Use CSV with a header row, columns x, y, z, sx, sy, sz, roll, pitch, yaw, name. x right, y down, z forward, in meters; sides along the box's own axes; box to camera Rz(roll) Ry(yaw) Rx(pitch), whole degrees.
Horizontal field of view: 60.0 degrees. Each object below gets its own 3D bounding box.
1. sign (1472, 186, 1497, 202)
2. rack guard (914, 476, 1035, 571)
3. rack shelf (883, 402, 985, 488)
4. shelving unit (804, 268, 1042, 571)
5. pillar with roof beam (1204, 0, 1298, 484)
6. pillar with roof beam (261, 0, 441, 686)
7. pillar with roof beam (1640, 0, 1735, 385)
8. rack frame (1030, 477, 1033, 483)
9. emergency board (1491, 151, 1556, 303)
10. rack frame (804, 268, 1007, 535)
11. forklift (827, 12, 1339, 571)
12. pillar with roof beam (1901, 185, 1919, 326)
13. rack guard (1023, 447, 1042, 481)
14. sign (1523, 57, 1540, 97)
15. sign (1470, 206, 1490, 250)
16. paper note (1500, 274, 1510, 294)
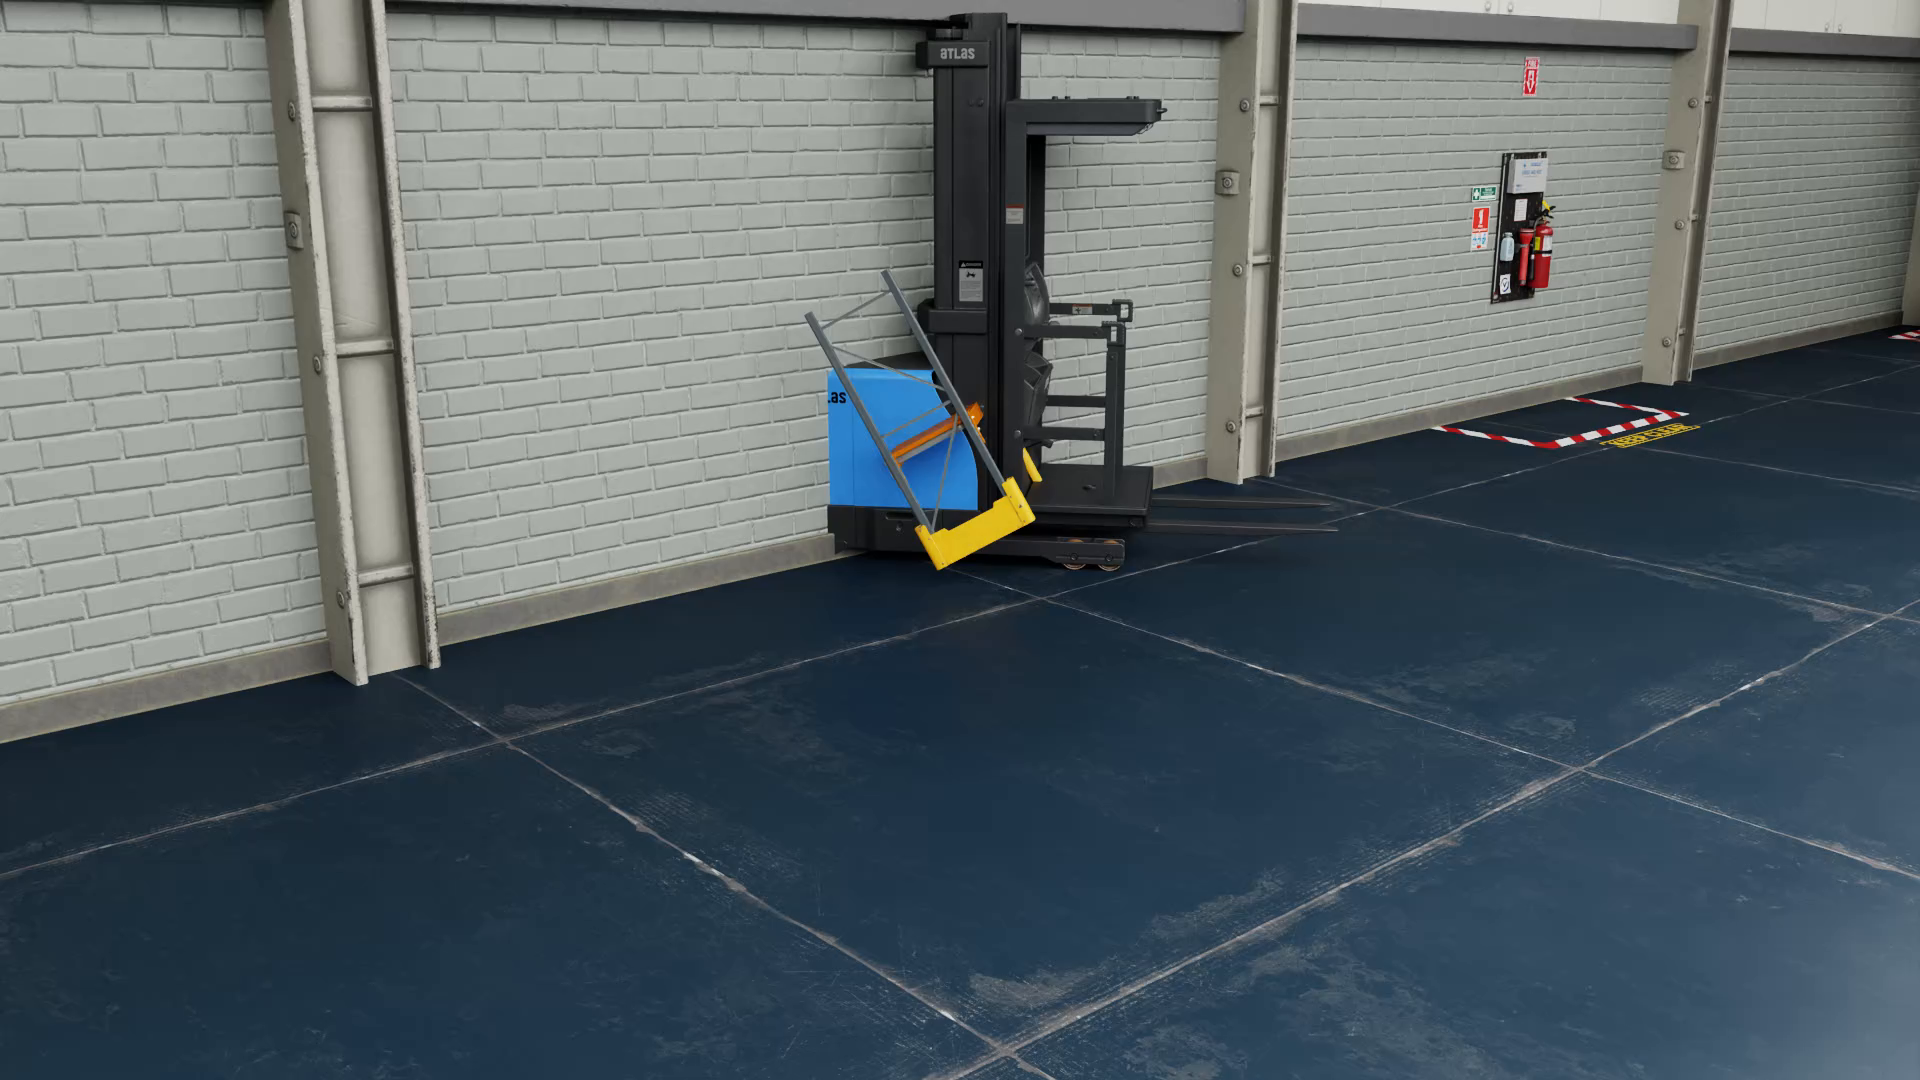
x,y,z,sx,sy,sz,roll,pitch,yaw,name
4.071,-2.689,12.909,0.331,0.109,0.001,-13,19,-39,sign
0.078,-0.086,8.733,0.587,0.250,0.087,-27,8,11,rack guard
-0.087,-0.573,9.148,0.538,0.185,1.000,-27,8,11,rack shelf
-0.173,-0.731,9.132,0.587,1.500,1.083,-27,8,11,shelving unit
4.736,-3.945,7.083,0.400,9.000,9.100,-13,19,-39,pillar with roof beam
0.209,-2.929,3.278,0.400,9.000,9.100,-13,19,-39,pillar with roof beam
9.262,-4.962,10.889,0.400,9.000,9.100,-13,19,-39,pillar with roof beam
-0.123,-0.835,9.618,0.500,1.500,0.032,-27,8,11,rack frame
4.547,-2.490,13.261,0.643,1.169,0.194,-13,19,-39,emergency board
-0.224,-0.623,8.629,0.500,1.500,0.032,-27,8,11,rack frame
0.617,-1.393,9.285,3.031,2.935,1.130,2,15,8,forklift
13.788,-5.978,14.694,0.400,9.000,9.100,-13,19,-39,pillar with roof beam
0.177,-0.293,9.702,0.587,0.250,0.087,-27,8,11,rack guard
4.475,-3.628,13.029,0.199,0.298,0.001,-13,19,-39,sign
4.062,-2.434,12.981,0.234,0.329,0.001,-13,19,-39,sign
4.368,-2.048,13.313,0.142,0.148,0.016,-13,19,-39,paper note
